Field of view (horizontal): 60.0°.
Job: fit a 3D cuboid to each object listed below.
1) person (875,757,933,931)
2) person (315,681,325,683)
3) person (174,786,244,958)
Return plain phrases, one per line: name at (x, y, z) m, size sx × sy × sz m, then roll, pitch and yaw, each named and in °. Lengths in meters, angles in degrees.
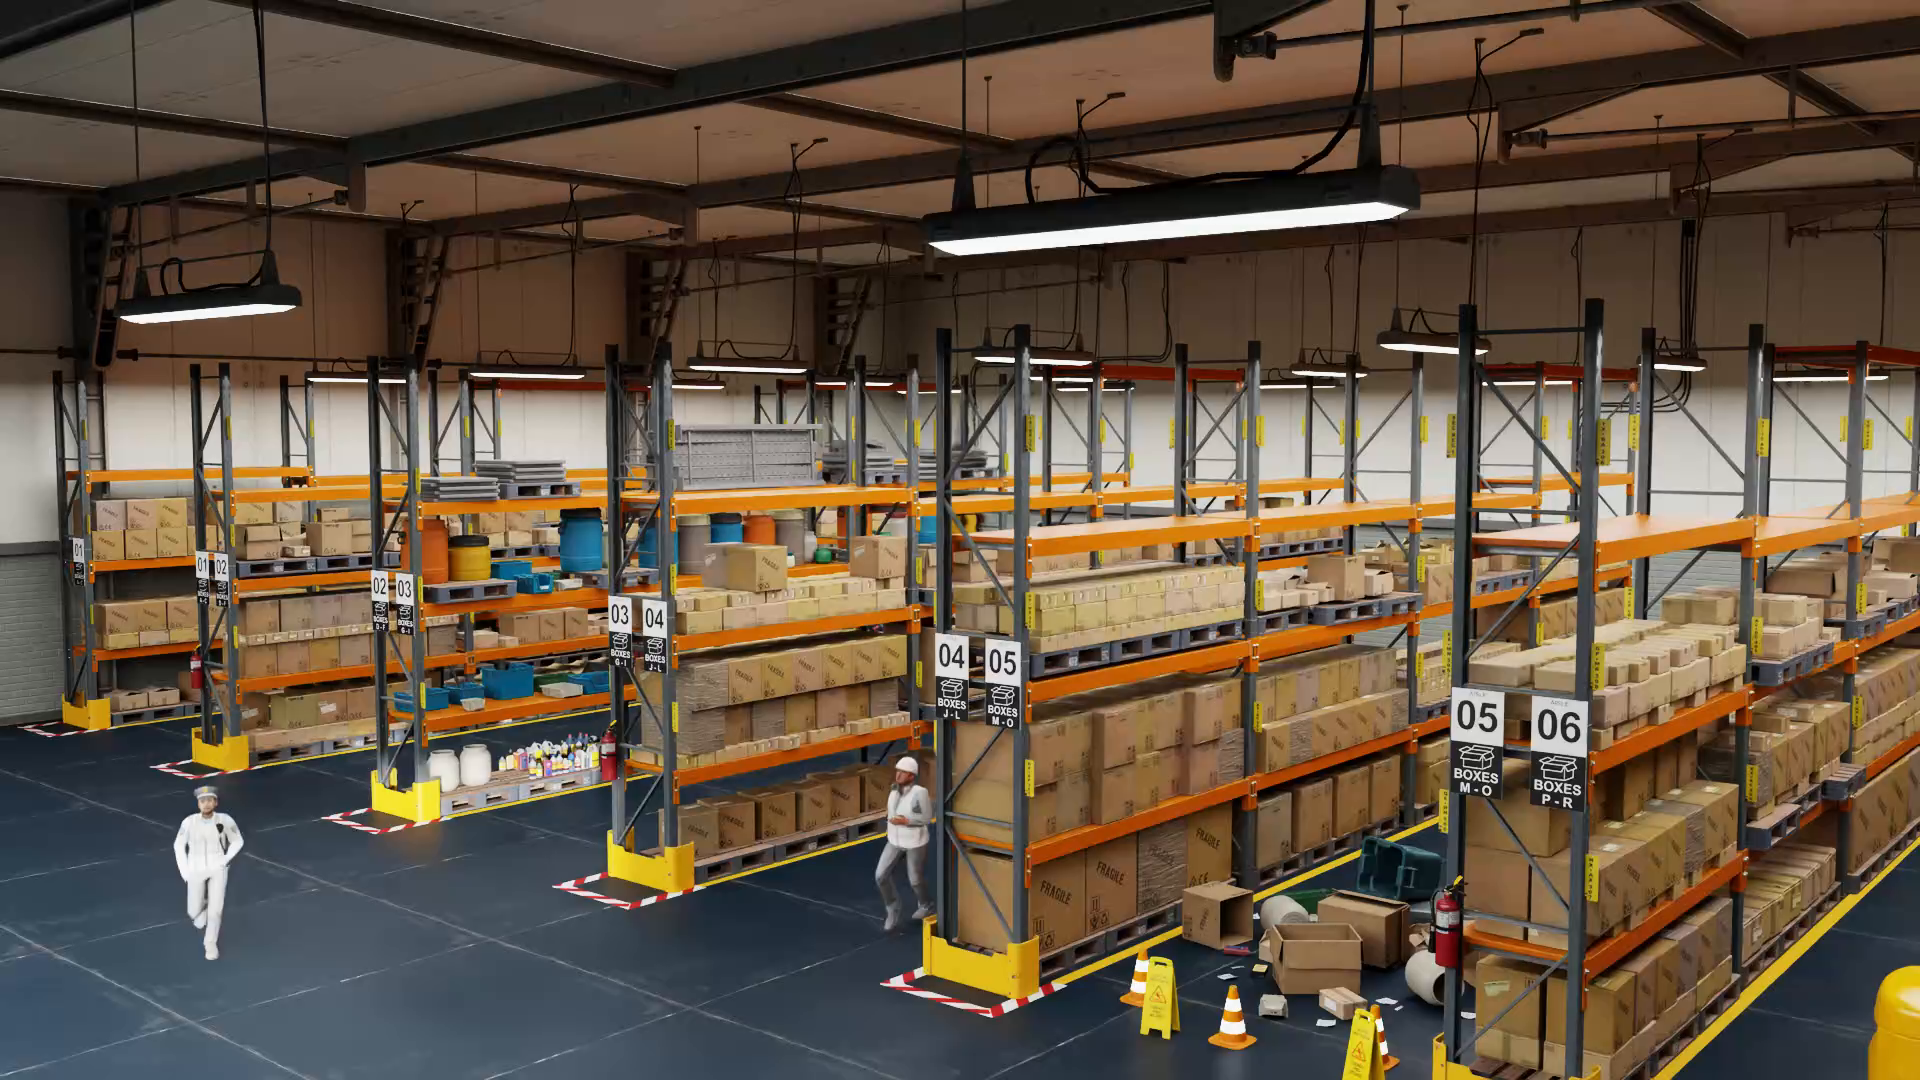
person at (-0.513, 3.076, 16.860) m, size 0.639 × 1.792 × 0.778 m, roll 3°, pitch 5°, yaw 34°
person at (-10.901, 2.331, 28.243) m, size 0.632 × 1.605 × 0.682 m, roll 3°, pitch 5°, yaw 36°
person at (-7.287, 3.183, 16.148) m, size 0.622 × 1.637 × 0.588 m, roll -1°, pitch 4°, yaw -18°
